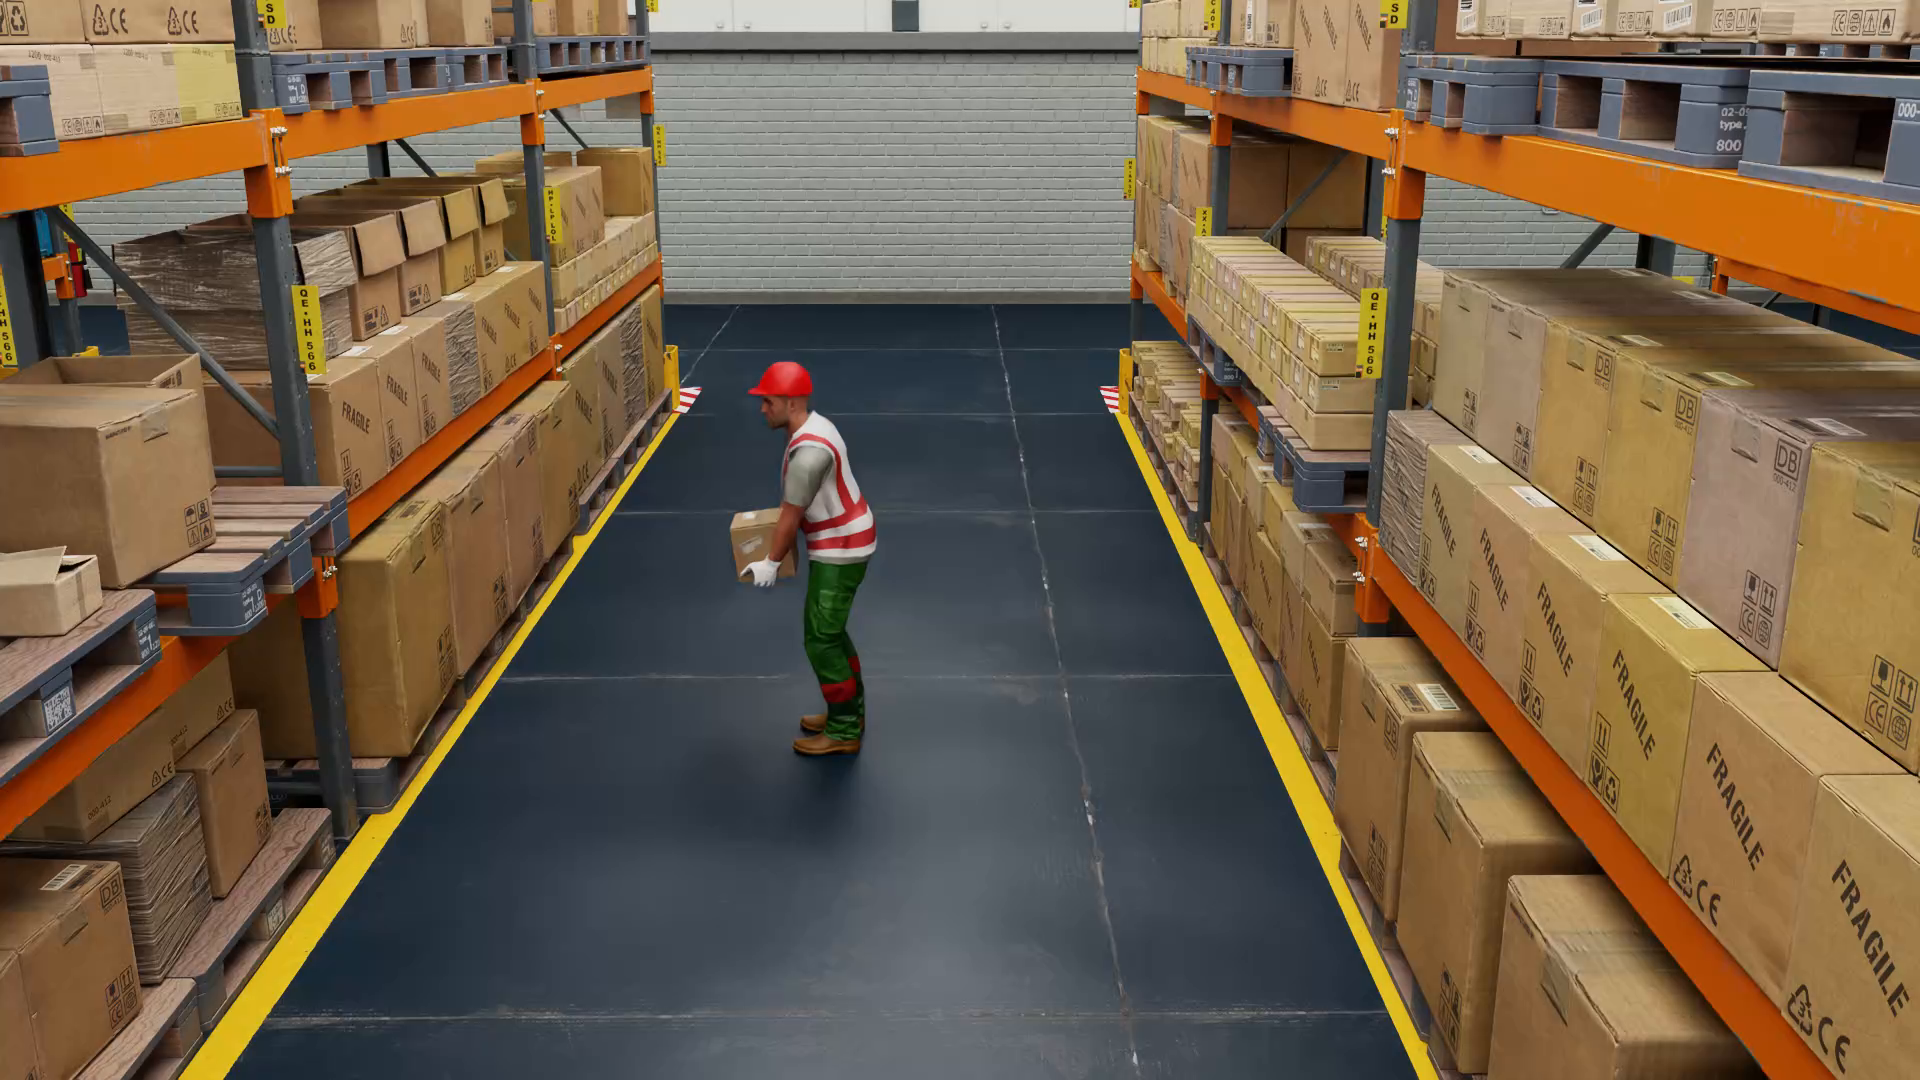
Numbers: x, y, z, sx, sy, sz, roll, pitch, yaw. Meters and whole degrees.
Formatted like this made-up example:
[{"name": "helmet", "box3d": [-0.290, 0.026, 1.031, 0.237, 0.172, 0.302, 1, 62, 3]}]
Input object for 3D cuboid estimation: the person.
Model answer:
[{"name": "person", "box3d": [-0.662, 0.078, 7.318, 0.592, 1.745, 0.488, -1, 17, -2]}]
